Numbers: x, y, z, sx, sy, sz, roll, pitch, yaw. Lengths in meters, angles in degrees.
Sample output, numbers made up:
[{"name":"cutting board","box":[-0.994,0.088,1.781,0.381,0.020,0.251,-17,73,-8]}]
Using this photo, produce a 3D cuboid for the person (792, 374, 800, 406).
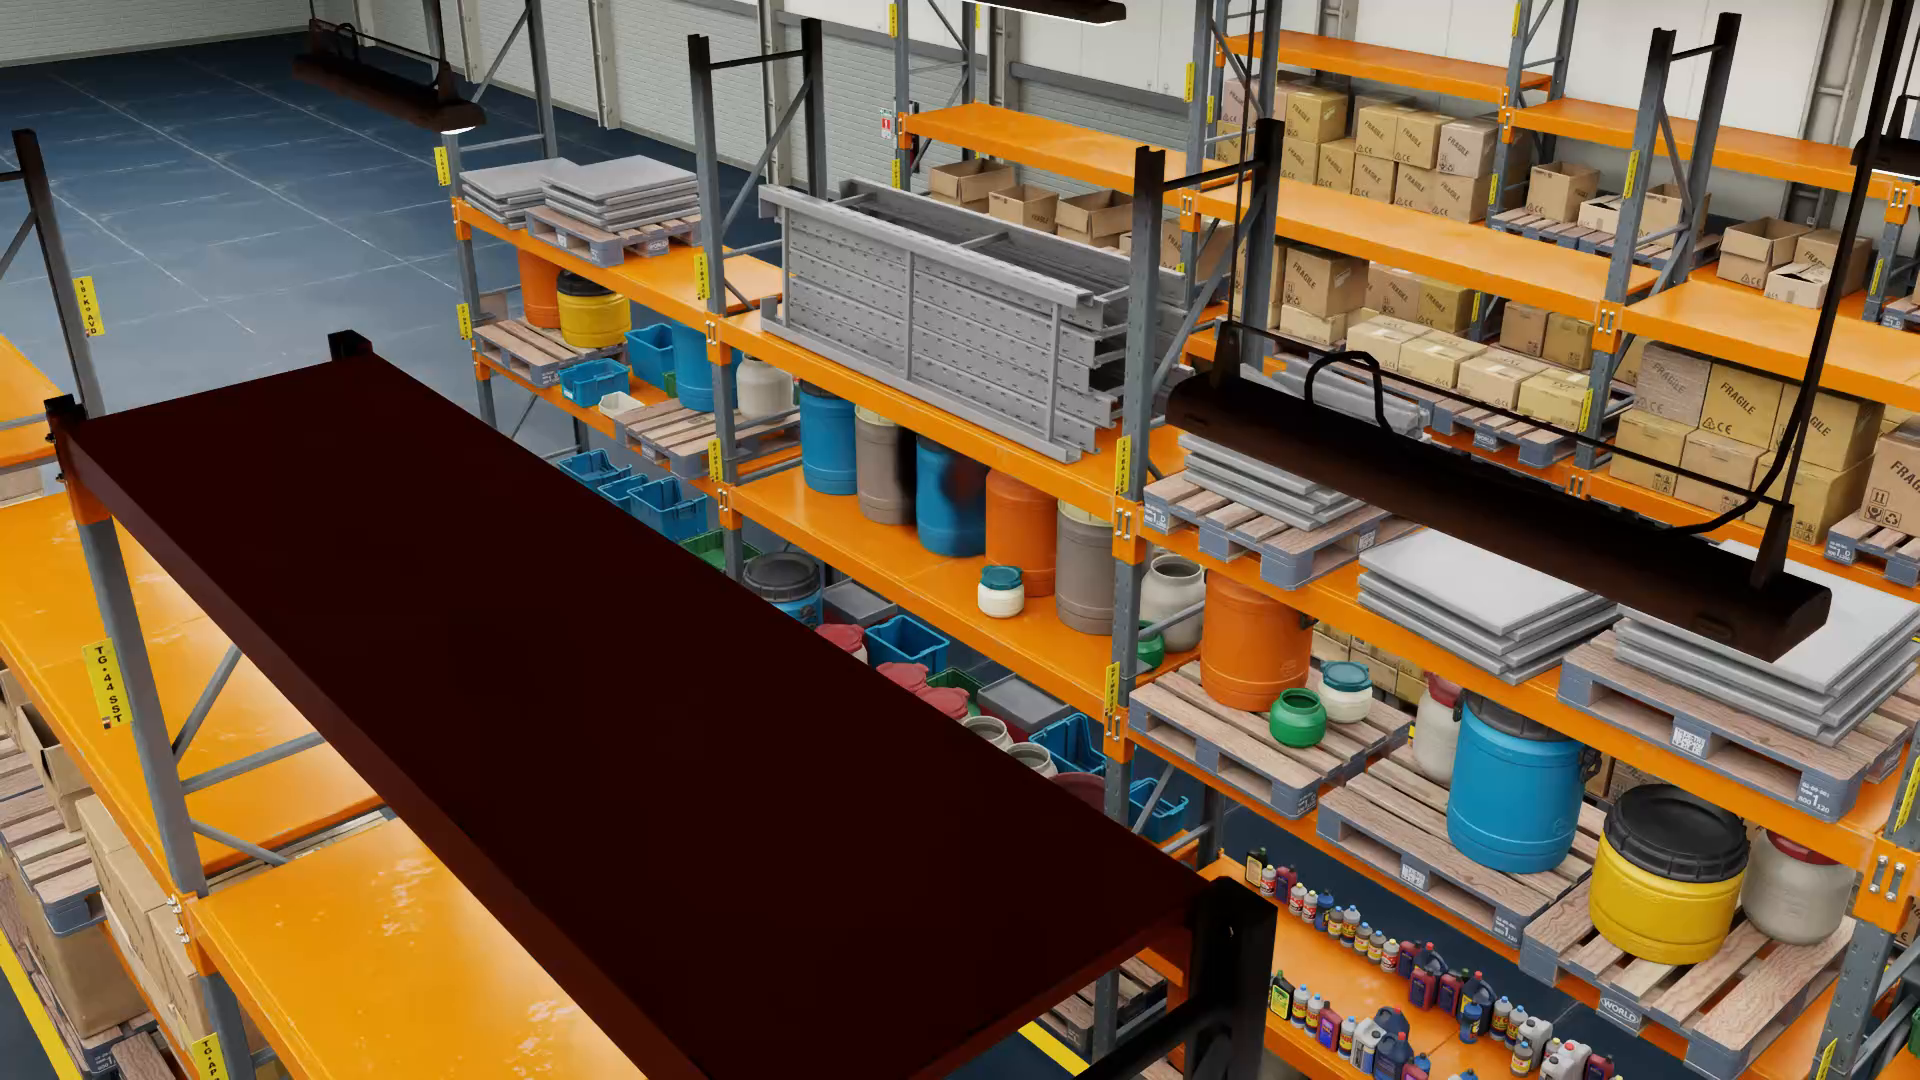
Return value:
[{"name":"person","box":[-1.706,-1.715,18.984,0.567,1.820,0.544,7,28,13]}]

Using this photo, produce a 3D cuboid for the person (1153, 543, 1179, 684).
[{"name":"person","box":[1.725,0.776,14.215,0.560,1.685,0.625,-1,27,-2]}]
